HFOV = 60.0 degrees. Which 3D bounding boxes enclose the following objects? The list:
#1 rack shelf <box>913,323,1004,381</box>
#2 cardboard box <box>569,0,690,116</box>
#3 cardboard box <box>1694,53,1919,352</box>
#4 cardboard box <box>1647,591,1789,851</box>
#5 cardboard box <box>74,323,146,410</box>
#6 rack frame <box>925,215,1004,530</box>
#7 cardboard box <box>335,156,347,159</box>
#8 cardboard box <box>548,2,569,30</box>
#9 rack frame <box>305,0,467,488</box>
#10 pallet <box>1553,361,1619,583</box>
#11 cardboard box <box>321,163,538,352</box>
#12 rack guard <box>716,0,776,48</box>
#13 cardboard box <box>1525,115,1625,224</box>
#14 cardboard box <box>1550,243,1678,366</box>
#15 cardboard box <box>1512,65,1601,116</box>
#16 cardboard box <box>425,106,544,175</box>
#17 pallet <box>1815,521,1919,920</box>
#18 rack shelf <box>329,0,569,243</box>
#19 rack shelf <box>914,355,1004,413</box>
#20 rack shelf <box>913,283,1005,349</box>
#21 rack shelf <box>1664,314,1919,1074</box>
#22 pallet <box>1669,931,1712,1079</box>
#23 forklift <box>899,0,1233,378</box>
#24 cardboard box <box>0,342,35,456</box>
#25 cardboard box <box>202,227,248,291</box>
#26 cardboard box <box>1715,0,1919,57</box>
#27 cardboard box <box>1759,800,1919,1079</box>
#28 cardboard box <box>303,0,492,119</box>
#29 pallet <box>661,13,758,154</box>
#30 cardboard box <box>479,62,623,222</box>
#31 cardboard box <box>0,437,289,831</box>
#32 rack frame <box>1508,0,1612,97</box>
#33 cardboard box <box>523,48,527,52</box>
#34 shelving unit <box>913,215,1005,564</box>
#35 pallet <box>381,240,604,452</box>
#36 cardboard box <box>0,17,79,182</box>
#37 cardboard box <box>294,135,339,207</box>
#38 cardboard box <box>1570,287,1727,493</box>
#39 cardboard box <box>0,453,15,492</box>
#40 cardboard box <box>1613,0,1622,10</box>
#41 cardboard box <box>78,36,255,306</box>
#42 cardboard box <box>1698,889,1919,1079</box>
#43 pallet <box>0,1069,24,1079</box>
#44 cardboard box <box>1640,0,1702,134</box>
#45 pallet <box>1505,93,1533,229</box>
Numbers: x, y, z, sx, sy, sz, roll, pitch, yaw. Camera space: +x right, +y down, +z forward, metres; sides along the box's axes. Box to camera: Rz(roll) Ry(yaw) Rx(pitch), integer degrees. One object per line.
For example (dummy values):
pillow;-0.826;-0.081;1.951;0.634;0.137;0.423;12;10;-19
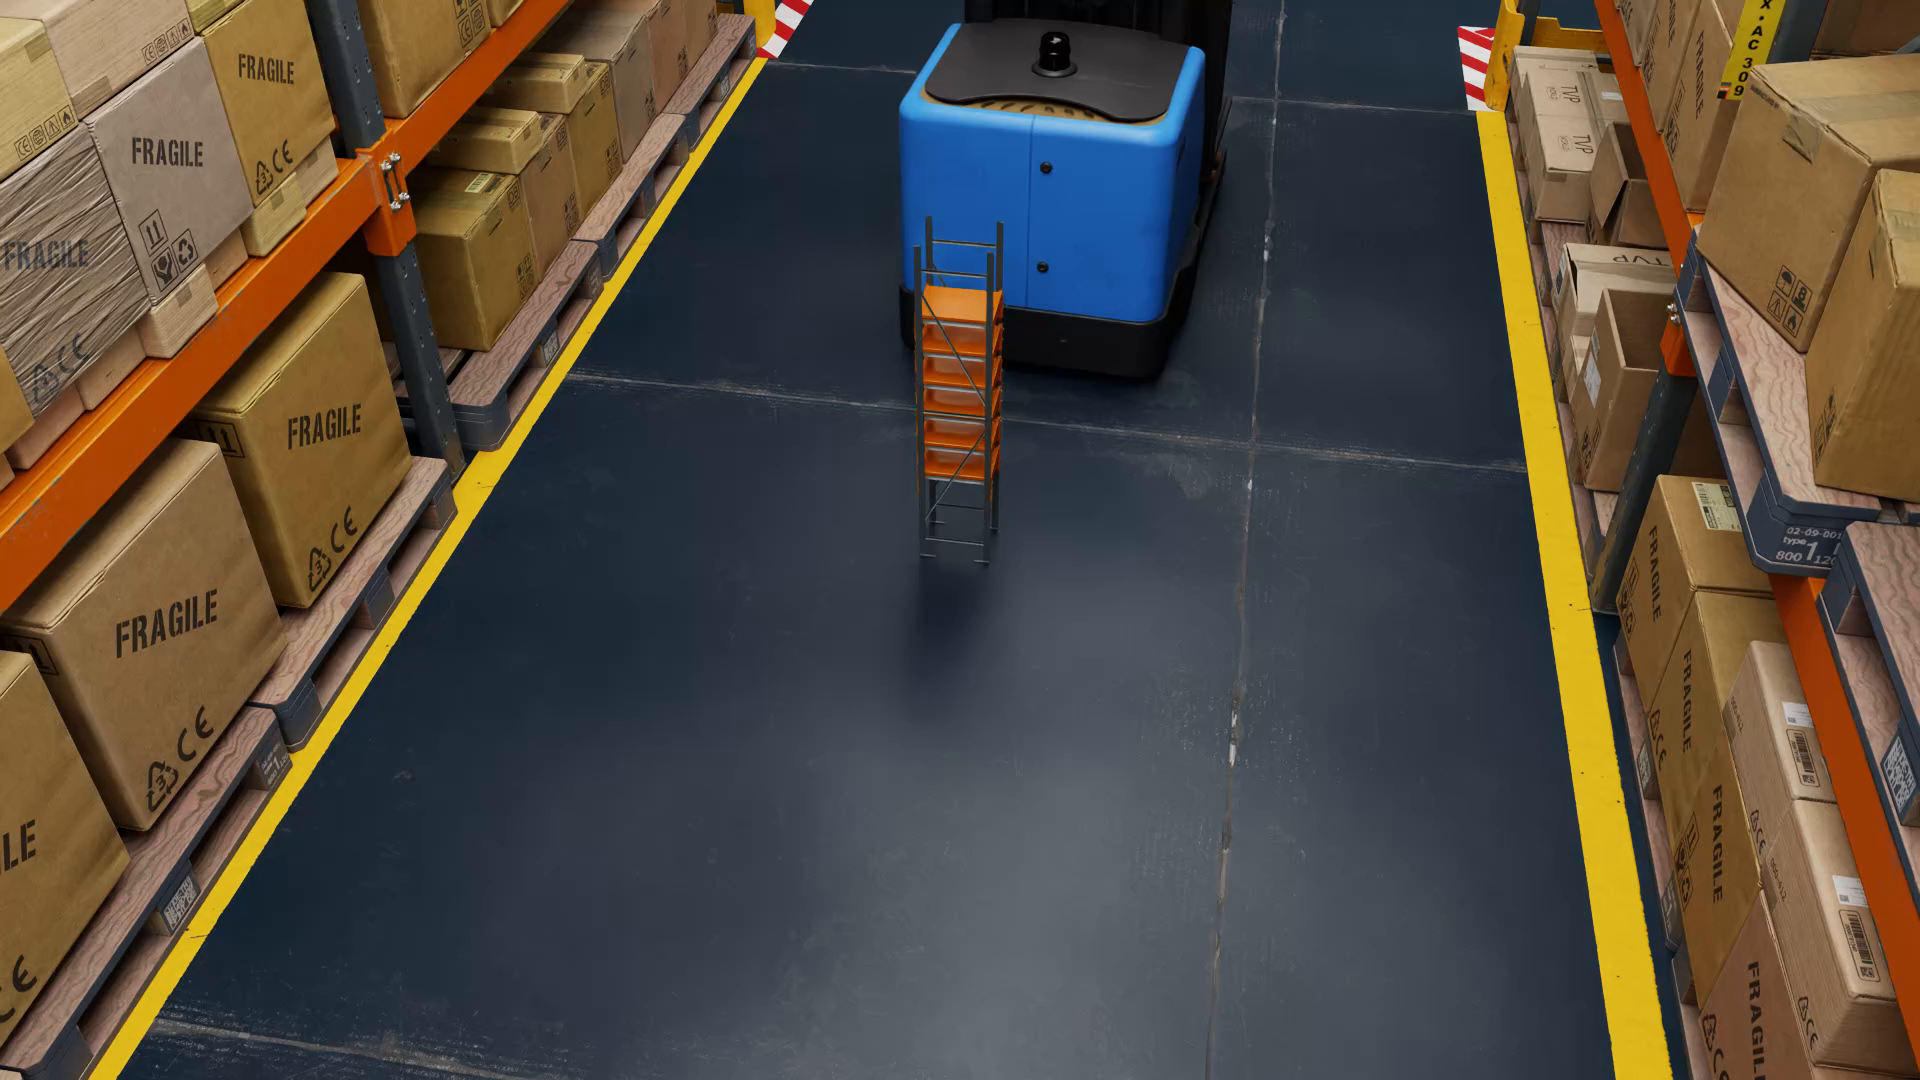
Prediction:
rack shelf;-0.002;-0.604;5.232;0.258;0.103;0.180;6;40;8
cardboard box;-1.720;-2.384;7.911;0.700;0.500;0.500;6;40;8
cardboard box;2.274;-0.823;3.983;0.700;0.500;0.500;-6;40;-7
cardboard box;2.171;0.511;4.394;0.500;0.500;0.500;7;40;8
cardboard box;-2.288;-0.470;4.146;0.380;0.149;0.250;6;40;8
rack frame;0.013;-0.511;5.426;0.240;1.200;0.006;6;40;8
cardboard box;-2.293;-1.277;6.063;0.380;0.149;0.250;6;40;7
cardboard box;-1.983;-2.413;7.438;0.380;0.149;0.250;7;40;8
rack frame;-2.303;-1.439;5.137;1.000;3.000;0.127;6;40;8
pallet;2.696;-0.251;5.889;1.003;0.211;1.213;6;40;8
cardboard box;-2.073;-1.096;6.353;0.700;0.500;0.500;7;40;8
rack guard;-1.607;-3.001;8.988;1.175;0.500;0.348;6;40;8
cardboard box;2.722;-1.578;7.117;0.500;0.250;0.500;6;40;8
cardboard box;2.525;-0.888;6.235;0.500;0.311;0.500;6;40;8
cardboard box;2.814;-2.101;7.816;0.380;0.166;0.250;6;40;8
cardboard box;-1.834;-1.540;6.382;0.380;0.149;0.250;8;40;9
pallet;2.216;0.468;2.980;1.003;0.211;1.213;6;40;8
rack shelf;-1.957;-2.417;6.884;1.077;0.370;4.000;6;40;8
rack shelf;-0.002;-0.512;5.309;0.258;0.103;0.180;6;40;8
rack shelf;-0.002;-0.697;5.156;0.258;0.103;0.180;6;40;8
rack shelf;2.230;0.637;3.190;1.077;0.370;4.000;6;40;8
pallet;2.264;1.462;3.816;1.003;0.211;1.213;6;40;8
forklift;0.618;-2.700;6.716;1.130;2.935;3.031;9;40;11
cardboard box;-2.390;-0.333;3.471;0.500;0.500;0.500;7;40;9
cardboard box;-2.192;-0.788;4.531;0.380;0.149;0.250;8;40;9
cardboard box;2.409;-1.665;4.547;0.500;0.500;0.500;7;40;8
cardboard box;1.993;0.829;3.422;0.500;0.250;0.500;6;40;7
cardboard box;-2.193;-1.893;5.451;0.980;0.700;0.700;7;40;8
pallet;-1.672;-2.364;8.444;1.003;0.211;1.213;6;40;8
cardboard box;-1.891;-1.732;7.123;0.700;0.500;0.500;7;40;9
cardboard box;-2.438;0.208;4.502;0.750;0.750;0.750;8;40;9
rack frame;3.269;-3.406;7.515;1.000;3.000;0.127;6;40;8
cardboard box;-2.071;-2.093;7.051;0.380;0.149;0.250;6;40;7
shelving unit;-0.002;-0.453;5.357;0.258;1.200;0.189;6;40;8
pallet;-2.094;-0.833;6.592;1.003;0.211;1.213;6;40;8
cardboard box;-2.318;-0.928;3.602;0.500;0.250;0.500;7;40;9
cardboard box;-2.083;-1.107;4.916;0.380;0.149;0.250;7;40;8
cardboard box;2.396;-0.490;5.605;0.500;0.500;0.500;6;40;8
cardboard box;-2.403;-0.149;3.757;0.380;0.149;0.250;8;40;9
cardboard box;2.670;-2.242;6.029;0.500;0.500;0.500;7;40;8
cardboard box;-2.213;-0.961;4.231;0.500;0.500;0.500;7;40;8
cardboard box;1.990;1.141;3.632;0.500;0.500;0.500;5;40;6
pallet;-2.785;1.659;3.577;1.003;0.211;1.213;6;40;8
cardboard box;2.498;-1.599;5.252;0.500;0.500;0.500;7;40;9
pallet;3.119;-1.783;7.741;1.003;0.211;1.213;6;40;8
